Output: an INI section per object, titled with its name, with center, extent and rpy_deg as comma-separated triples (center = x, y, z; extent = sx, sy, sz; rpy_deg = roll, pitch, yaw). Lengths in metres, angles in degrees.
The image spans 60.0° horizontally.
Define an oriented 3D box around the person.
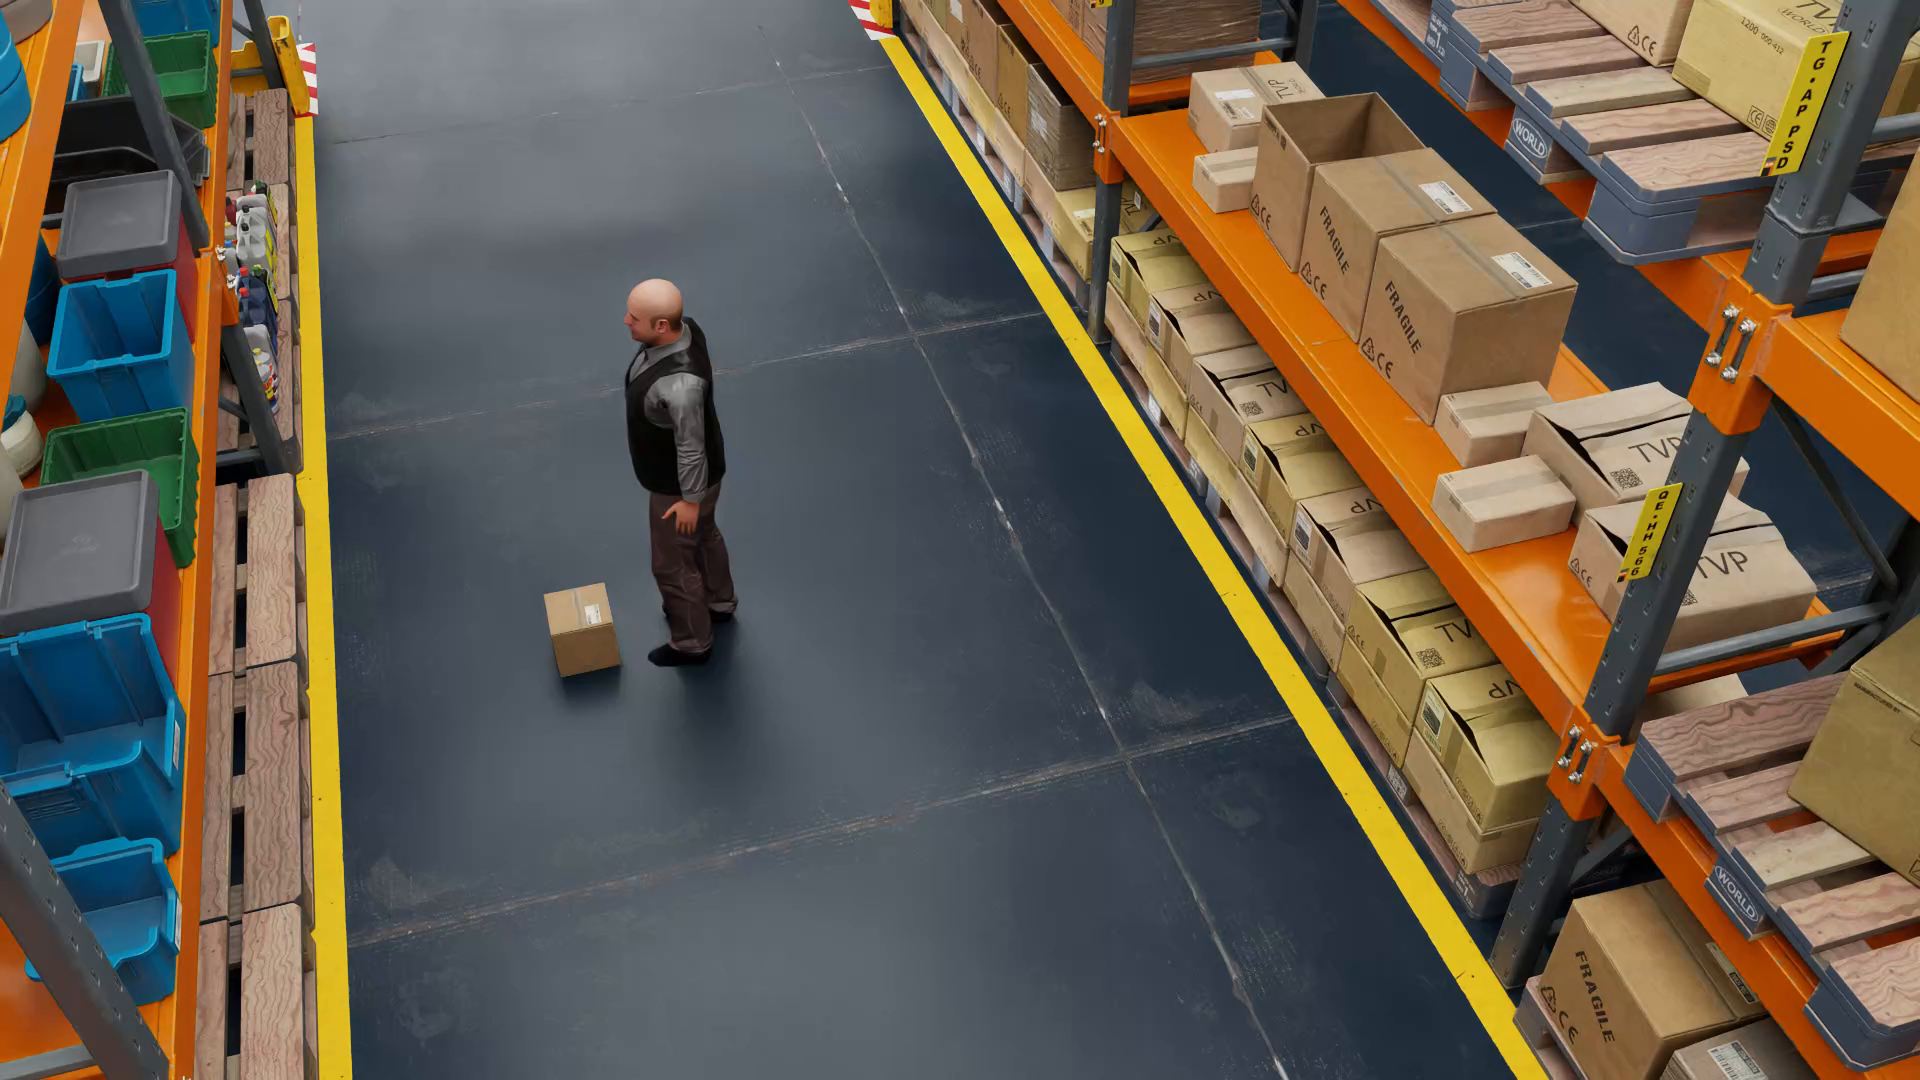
[person]
center = -1.128, -0.260, 6.497
extent = 0.433, 1.777, 0.575
rpy_deg = -5, 42, -6
